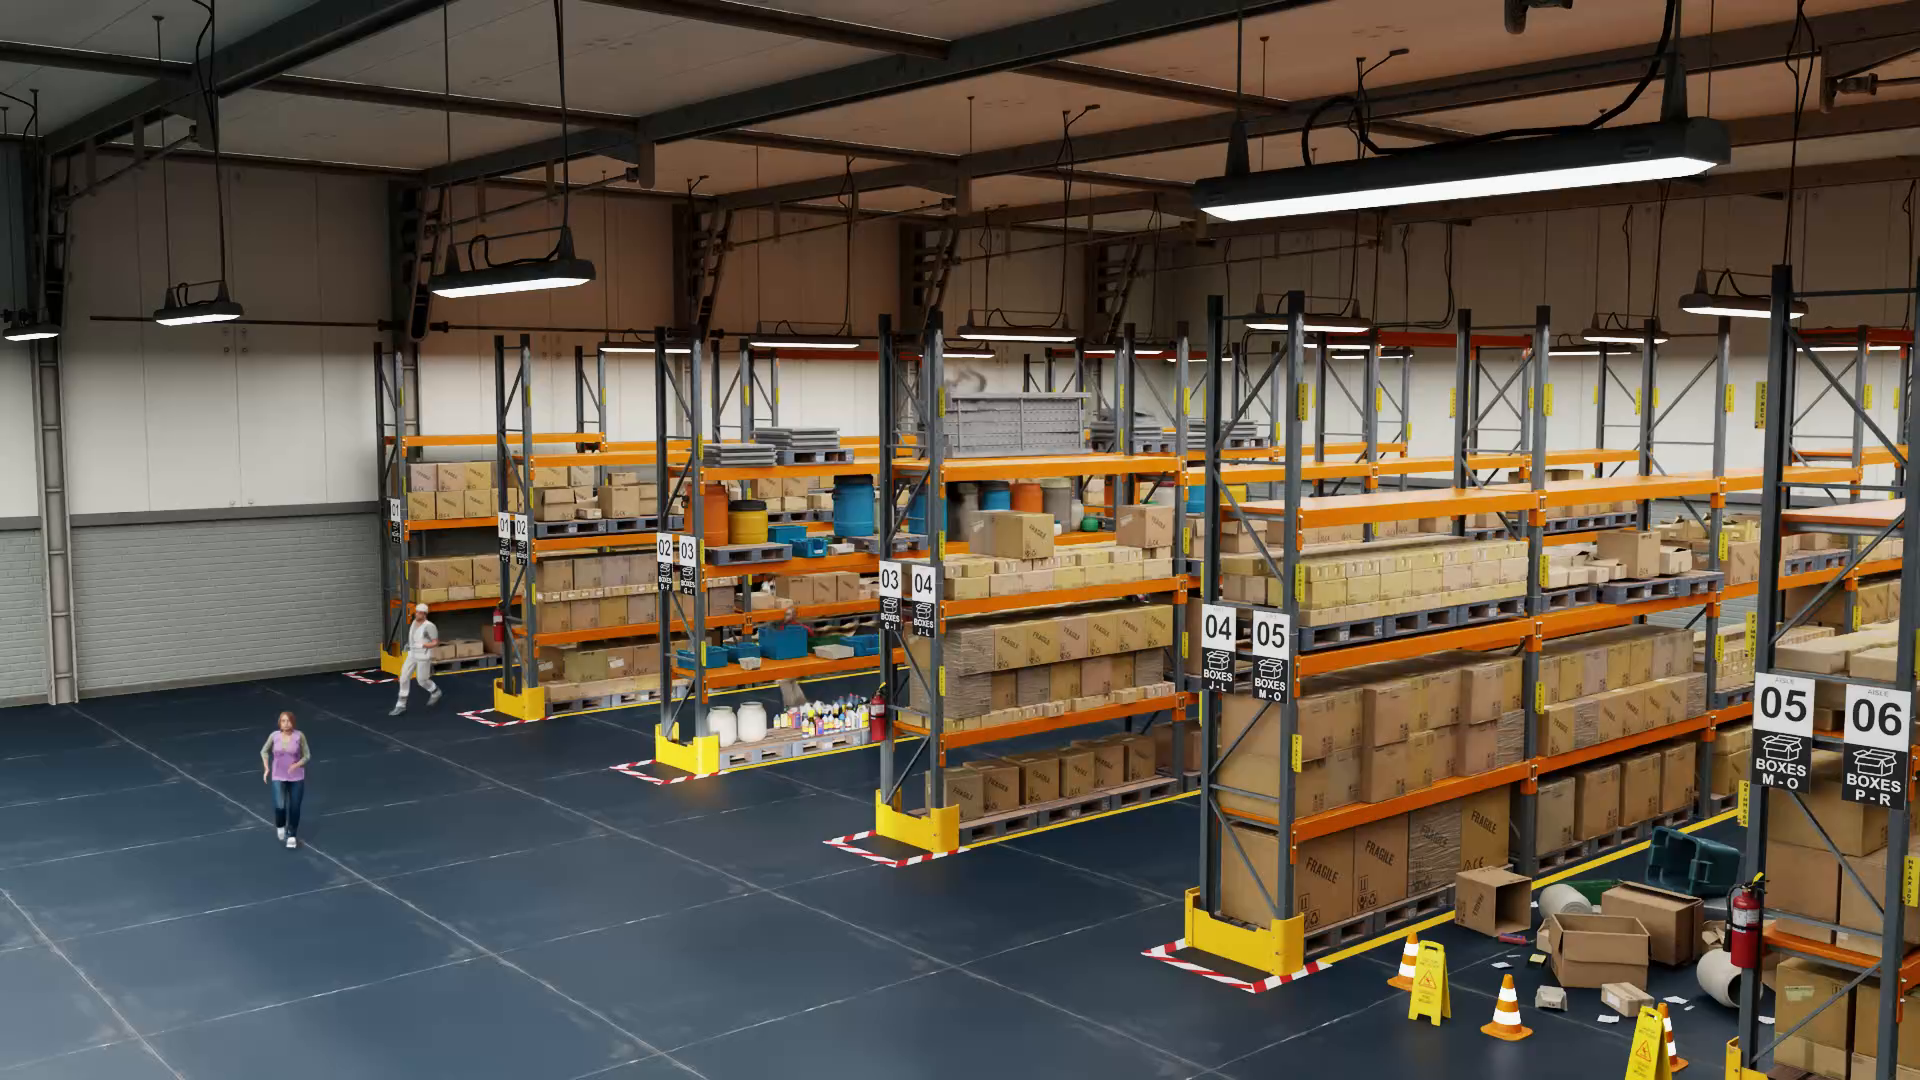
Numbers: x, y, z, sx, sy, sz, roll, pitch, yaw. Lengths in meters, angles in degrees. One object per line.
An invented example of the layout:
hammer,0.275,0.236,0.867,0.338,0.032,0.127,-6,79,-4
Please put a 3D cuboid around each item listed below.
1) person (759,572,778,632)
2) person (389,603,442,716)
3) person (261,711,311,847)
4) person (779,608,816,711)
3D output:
person,-3.687,1.395,32.260,0.558,1.742,0.698,4,7,39
person,-8.550,1.874,26.458,0.691,1.764,0.966,3,6,29
person,-7.530,2.691,18.590,0.524,1.560,0.558,-2,6,-20
person,-2.640,1.949,25.939,0.755,1.791,0.640,-4,7,-40
